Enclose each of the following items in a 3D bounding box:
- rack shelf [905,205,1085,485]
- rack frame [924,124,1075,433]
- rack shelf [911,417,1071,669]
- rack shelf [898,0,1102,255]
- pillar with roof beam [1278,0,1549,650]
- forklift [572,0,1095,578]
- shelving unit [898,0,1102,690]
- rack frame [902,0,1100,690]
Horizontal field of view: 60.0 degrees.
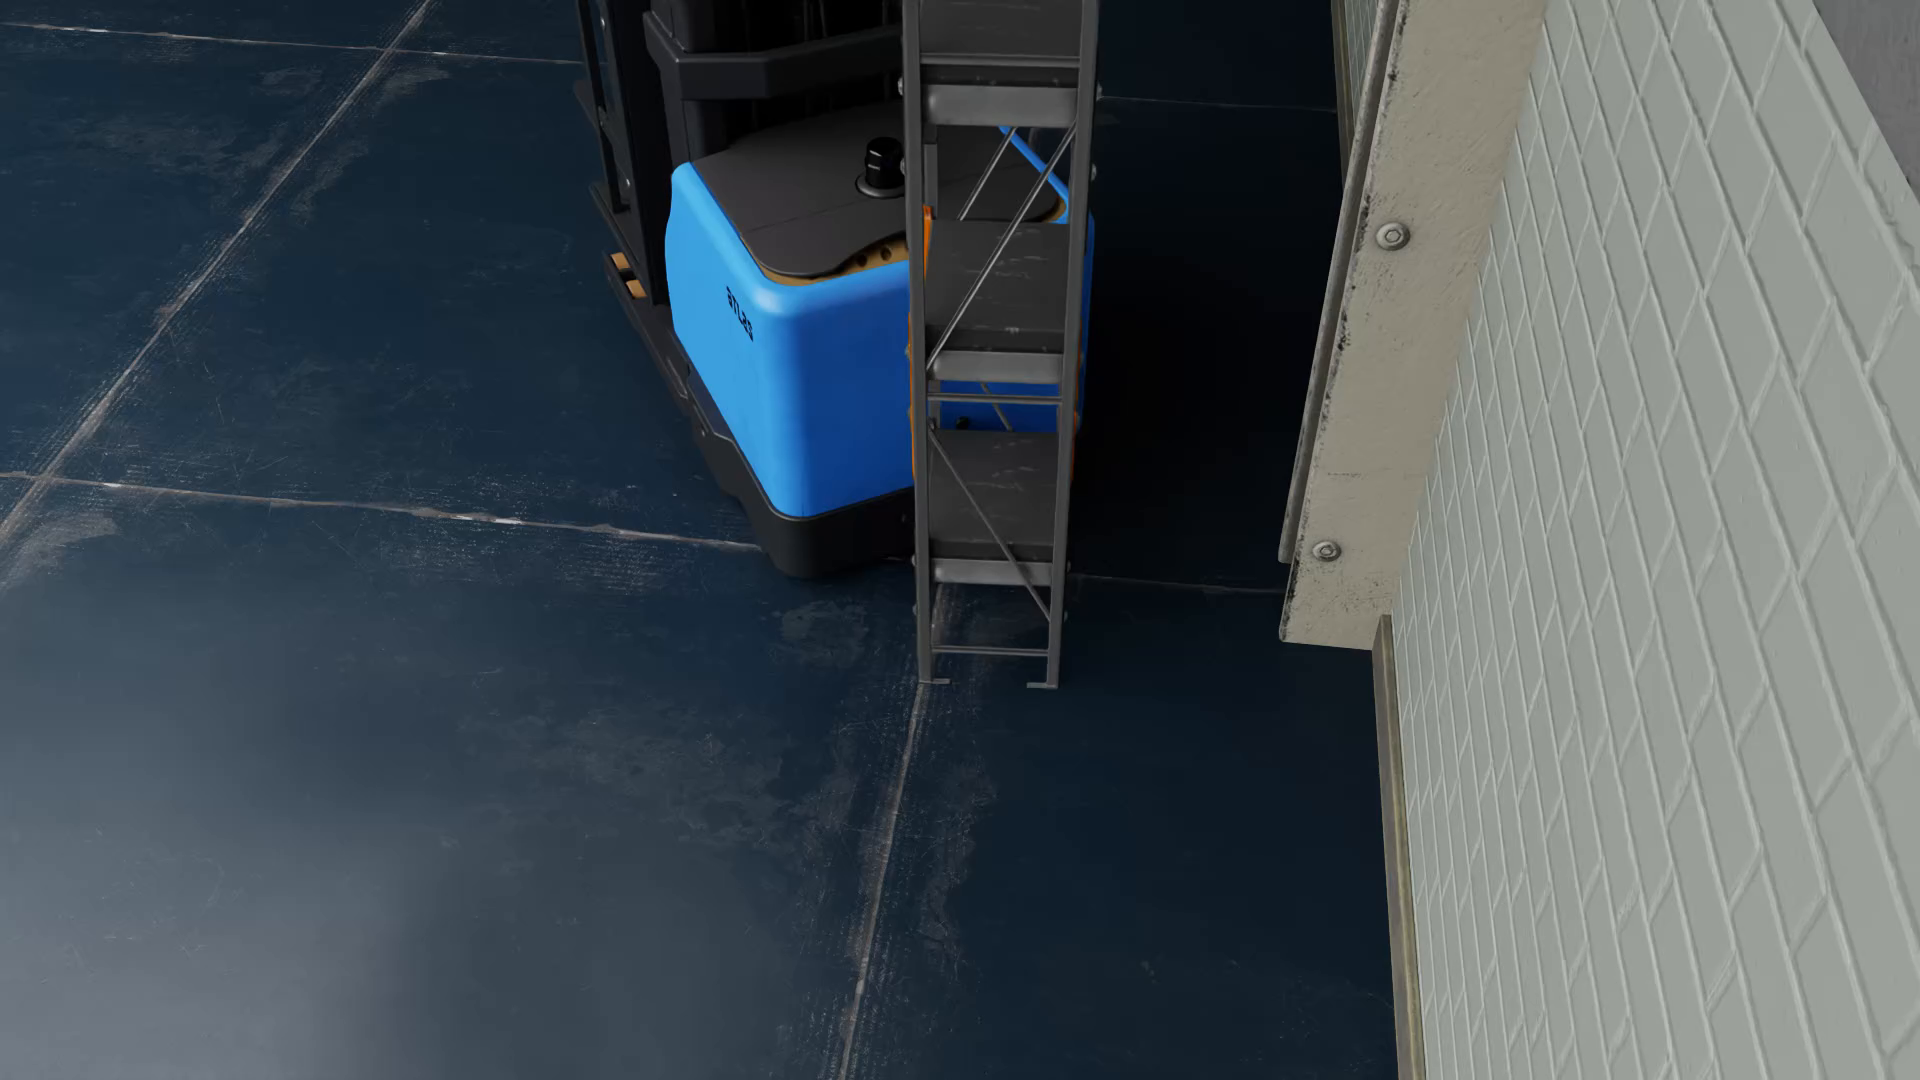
[{"bbox_3d":[0.097,-0.501,4.272,0.431,0.518,0.480,2,43,2],"label":"rack shelf"},{"bbox_3d":[0.111,-0.678,4.439,0.400,2.100,0.015,2,43,2],"label":"rack frame"},{"bbox_3d":[0.097,0.007,4.753,0.431,0.518,0.480,2,43,2],"label":"rack shelf"},{"bbox_3d":[0.097,-1.009,3.790,0.431,0.518,0.480,2,43,2],"label":"rack shelf"},{"bbox_3d":[-3.141,-3.481,2.381,9.100,9.000,0.400,5,44,6],"label":"pillar with roof beam"},{"bbox_3d":[-0.677,-1.968,5.196,1.130,2.935,3.031,-18,46,-18],"label":"forklift"},{"bbox_3d":[0.097,-0.511,4.262,0.431,2.100,0.503,2,43,2],"label":"shelving unit"},{"bbox_3d":[0.083,-0.343,4.085,0.400,2.100,0.015,2,43,2],"label":"rack frame"}]
